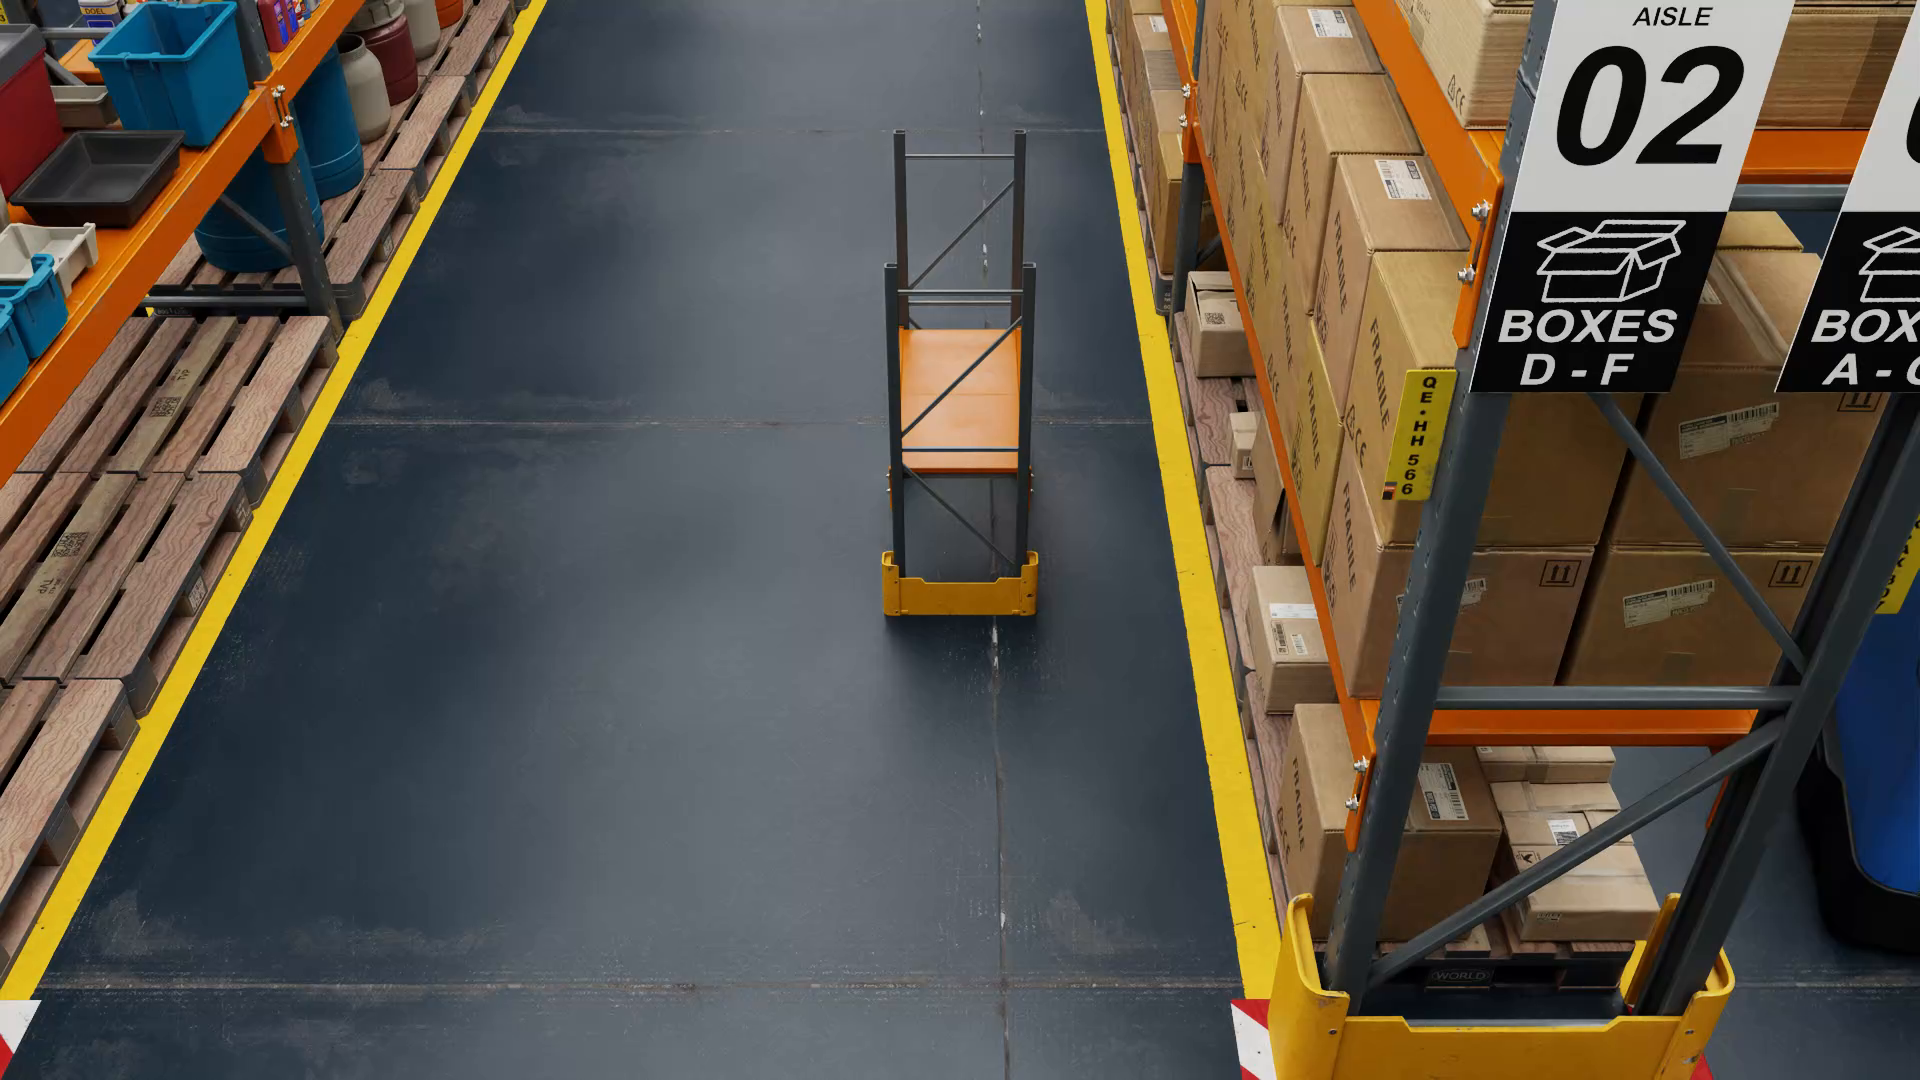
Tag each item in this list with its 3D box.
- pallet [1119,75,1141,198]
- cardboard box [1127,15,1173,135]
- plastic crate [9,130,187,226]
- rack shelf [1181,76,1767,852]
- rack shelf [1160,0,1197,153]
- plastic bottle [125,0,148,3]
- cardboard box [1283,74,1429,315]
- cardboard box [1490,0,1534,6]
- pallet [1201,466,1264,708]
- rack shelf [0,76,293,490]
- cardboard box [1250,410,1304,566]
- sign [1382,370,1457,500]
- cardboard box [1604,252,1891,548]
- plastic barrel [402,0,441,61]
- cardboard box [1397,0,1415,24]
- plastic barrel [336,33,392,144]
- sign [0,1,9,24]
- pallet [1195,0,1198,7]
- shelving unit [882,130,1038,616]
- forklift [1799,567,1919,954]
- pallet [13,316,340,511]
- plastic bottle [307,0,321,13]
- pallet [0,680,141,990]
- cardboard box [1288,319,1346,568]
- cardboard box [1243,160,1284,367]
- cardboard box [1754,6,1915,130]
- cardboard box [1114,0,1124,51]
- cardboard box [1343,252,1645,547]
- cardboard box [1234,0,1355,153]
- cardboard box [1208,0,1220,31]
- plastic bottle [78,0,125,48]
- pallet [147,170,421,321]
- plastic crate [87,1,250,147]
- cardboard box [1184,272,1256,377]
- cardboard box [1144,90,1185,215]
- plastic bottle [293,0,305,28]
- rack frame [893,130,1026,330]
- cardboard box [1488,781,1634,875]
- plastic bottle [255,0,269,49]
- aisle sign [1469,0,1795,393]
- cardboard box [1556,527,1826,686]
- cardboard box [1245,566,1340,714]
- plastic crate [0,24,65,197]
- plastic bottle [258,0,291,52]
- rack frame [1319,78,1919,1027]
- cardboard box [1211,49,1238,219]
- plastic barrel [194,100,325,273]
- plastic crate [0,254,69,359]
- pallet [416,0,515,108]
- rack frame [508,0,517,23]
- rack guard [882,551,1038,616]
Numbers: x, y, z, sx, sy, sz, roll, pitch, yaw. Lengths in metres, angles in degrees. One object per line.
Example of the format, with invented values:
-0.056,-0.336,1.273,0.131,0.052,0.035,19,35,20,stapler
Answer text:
1.455,-2.312,9.467,1.003,0.211,1.213,0,39,0,pallet
1.215,-2.573,9.209,0.500,0.500,0.500,-1,39,-2,cardboard box
-3.186,-1.342,6.198,0.437,0.125,0.590,0,39,0,plastic crate
1.500,-0.596,5.670,1.077,0.370,4.000,0,39,0,rack shelf
1.495,-3.097,8.791,1.077,0.370,4.000,0,39,0,rack shelf
-3.746,-2.451,7.568,0.097,0.201,0.097,0,39,0,plastic bottle
1.220,-0.973,4.686,0.500,0.500,0.500,1,39,1,cardboard box
1.247,-1.254,3.238,0.500,0.250,0.500,0,39,0,cardboard box
1.502,0.155,6.388,1.003,0.211,1.213,0,39,0,pallet
-3.453,-0.595,5.668,1.077,0.370,4.000,0,39,0,rack shelf
1.505,-0.150,6.183,0.797,0.503,0.637,0,39,0,cardboard box
0.947,-0.213,3.439,0.100,0.325,0.005,0,39,0,sign
1.766,-0.333,3.887,0.500,0.500,0.500,1,39,1,cardboard box
-3.353,-3.161,9.950,0.421,0.512,0.421,0,39,0,plastic barrel
1.249,-1.372,3.784,0.500,0.250,0.500,0,39,0,cardboard box
-3.351,-2.455,9.069,0.421,0.512,0.421,0,39,0,plastic barrel
-4.006,-2.235,6.919,0.100,0.325,0.005,0,39,0,sign
1.606,-2.552,7.689,1.003,0.211,1.213,0,39,0,pallet
0.000,-0.633,6.340,0.587,1.500,1.083,0,39,0,shelving unit
3.625,-0.682,5.258,1.130,2.935,3.031,11,40,13,forklift
-3.416,-0.578,7.302,1.003,0.211,1.213,0,39,0,pallet
-3.076,-2.596,7.690,0.152,0.276,0.135,0,39,0,plastic bottle
-3.413,0.948,5.398,1.003,0.211,1.213,0,39,0,pallet
1.226,-0.269,4.607,0.500,0.500,0.500,0,39,0,cardboard box
1.230,-0.896,5.390,0.500,0.500,0.500,-1,39,-1,cardboard box
1.756,-1.059,3.394,0.500,0.250,0.500,0,39,0,cardboard box
1.214,-3.213,10.007,0.500,0.500,0.500,-1,39,-2,cardboard box
1.227,-0.333,3.887,0.500,0.500,0.500,0,39,0,cardboard box
1.218,-1.617,5.490,0.500,0.500,0.500,-1,39,-1,cardboard box
1.217,-2.261,6.294,0.500,0.500,0.500,1,39,1,cardboard box
-3.779,-2.324,7.350,0.152,0.276,0.135,0,39,0,plastic bottle
-3.415,-1.520,8.478,1.003,0.211,1.213,0,39,0,pallet
-3.114,-1.851,6.626,0.392,0.384,0.575,0,39,0,plastic crate
1.282,-0.987,7.381,0.500,0.311,0.500,0,39,0,cardboard box
1.218,-1.941,8.420,0.500,0.500,0.500,0,39,0,cardboard box
-3.048,-2.434,7.547,0.097,0.201,0.097,0,39,0,plastic bottle
-0.001,-0.957,6.744,0.500,1.500,0.032,0,39,0,rack frame
1.845,0.890,5.155,0.380,0.166,0.250,0,39,0,cardboard box
-3.132,-2.352,7.326,0.144,0.351,0.185,0,39,0,plastic bottle
1.196,-0.597,3.018,0.394,0.787,0.004,0,39,0,aisle sign
1.766,0.058,4.200,0.500,0.500,0.500,1,39,1,cardboard box
1.284,0.342,5.772,0.500,0.250,0.500,0,39,0,cardboard box
-3.705,-1.616,6.268,0.402,0.464,0.583,0,39,0,plastic crate
-3.029,-2.310,7.327,0.061,0.283,0.133,0,39,0,plastic bottle
1.502,0.374,3.884,1.000,3.000,0.127,0,39,0,rack frame
1.230,-1.527,6.177,0.500,0.500,0.500,1,39,1,cardboard box
-3.439,-1.811,7.954,0.600,0.901,0.708,0,39,0,plastic barrel
-3.124,-0.748,5.371,0.416,0.233,0.300,0,39,0,plastic crate
-3.418,-3.046,10.382,1.003,0.211,1.213,0,39,0,pallet
-3.460,-4.627,10.126,1.000,3.000,0.127,0,39,0,rack frame
0.000,0.166,6.343,0.587,0.250,0.087,0,39,0,rack guard
